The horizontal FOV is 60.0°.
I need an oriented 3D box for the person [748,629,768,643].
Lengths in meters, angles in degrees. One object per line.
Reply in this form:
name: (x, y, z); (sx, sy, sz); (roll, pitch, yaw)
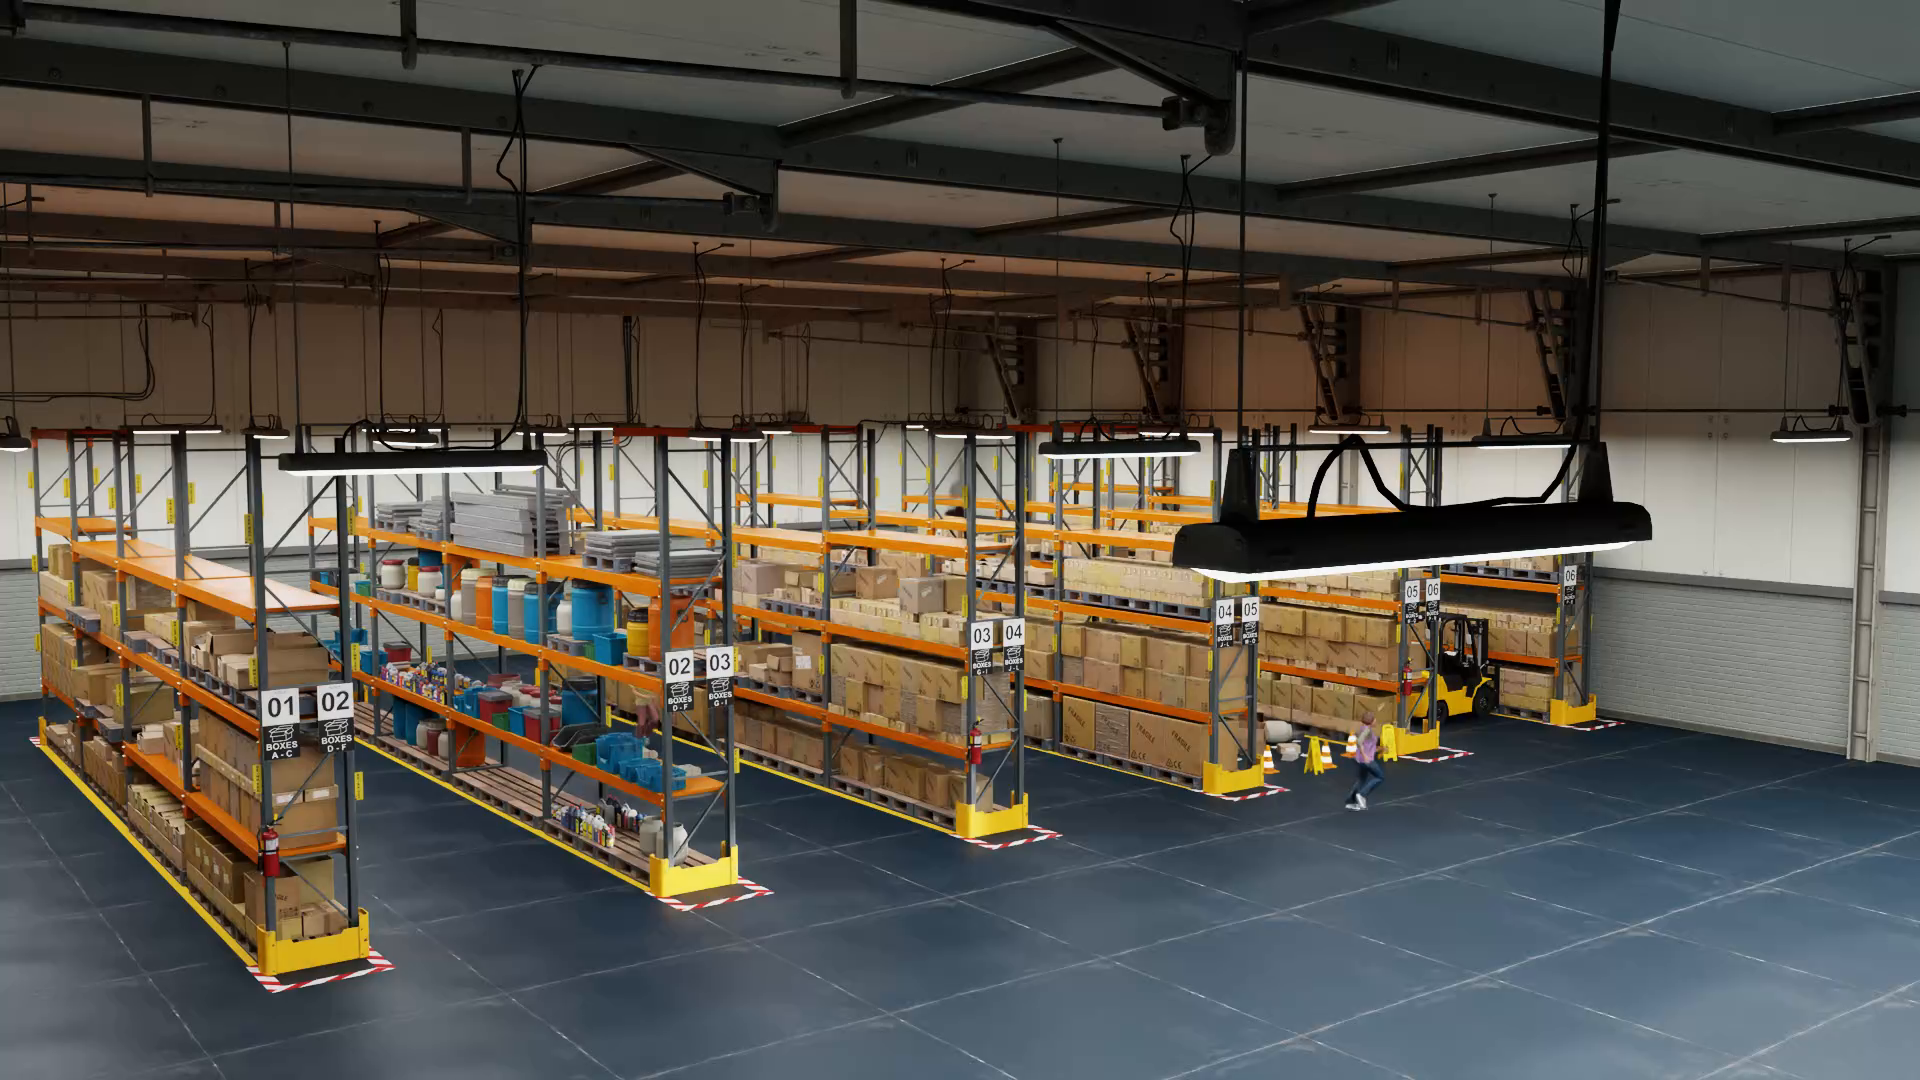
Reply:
person: (-5.029, 2.558, 42.025); (0.650, 1.056, 0.559); (-3, 5, -35)

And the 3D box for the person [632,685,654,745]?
person: (-5.953, 3.182, 31.158); (0.519, 1.383, 0.480); (-4, 6, -41)

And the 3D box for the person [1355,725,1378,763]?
person: (6.384, 3.210, 26.188); (0.393, 0.581, 0.508); (0, 4, -2)
